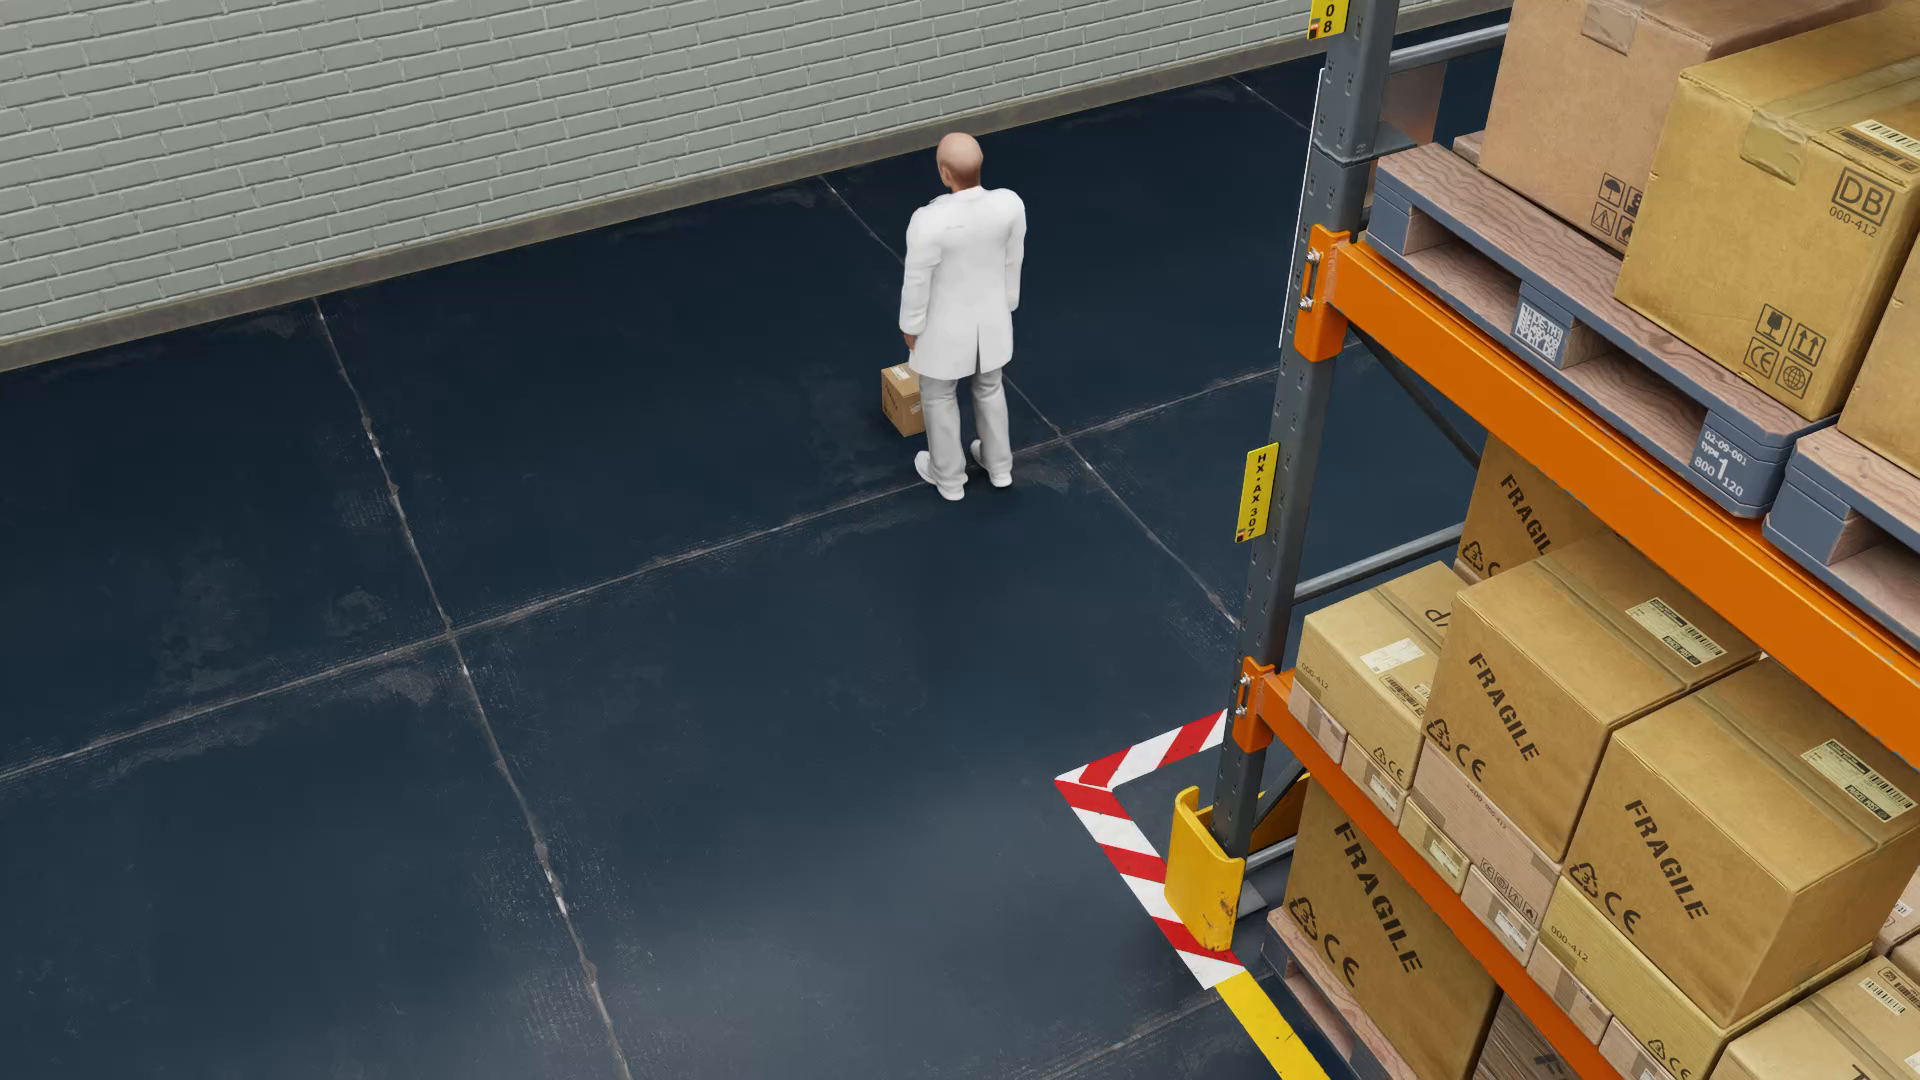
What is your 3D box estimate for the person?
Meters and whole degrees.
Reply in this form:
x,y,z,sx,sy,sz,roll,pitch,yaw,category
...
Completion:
x,y,z,sx,sy,sz,roll,pitch,yaw,category
-0.006,-0.972,7.311,0.563,1.786,0.389,-18,44,-20,person
